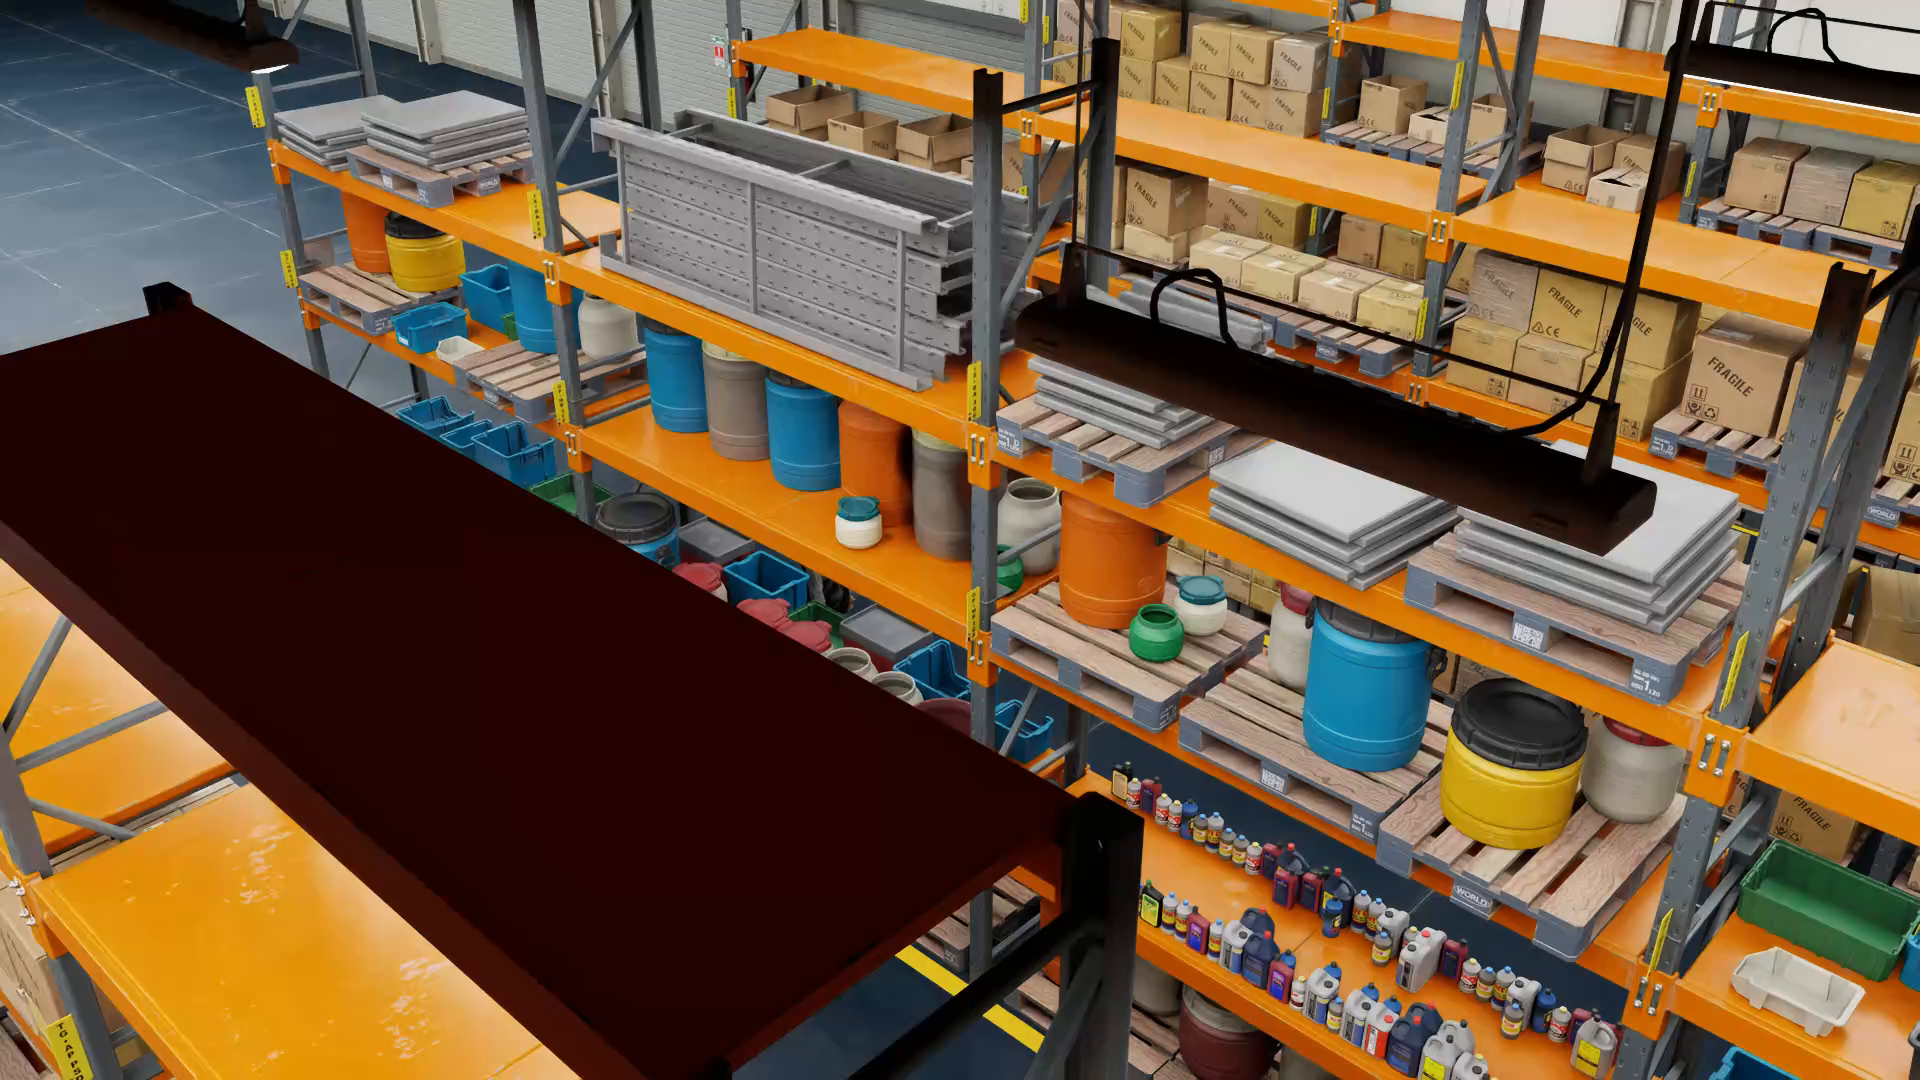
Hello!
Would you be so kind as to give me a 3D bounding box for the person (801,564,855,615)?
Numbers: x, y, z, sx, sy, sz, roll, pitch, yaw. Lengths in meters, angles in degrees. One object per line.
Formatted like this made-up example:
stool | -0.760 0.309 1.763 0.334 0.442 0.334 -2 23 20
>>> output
person | -1.042 0.597 13.455 0.436 1.777 0.617 -2 29 -3
